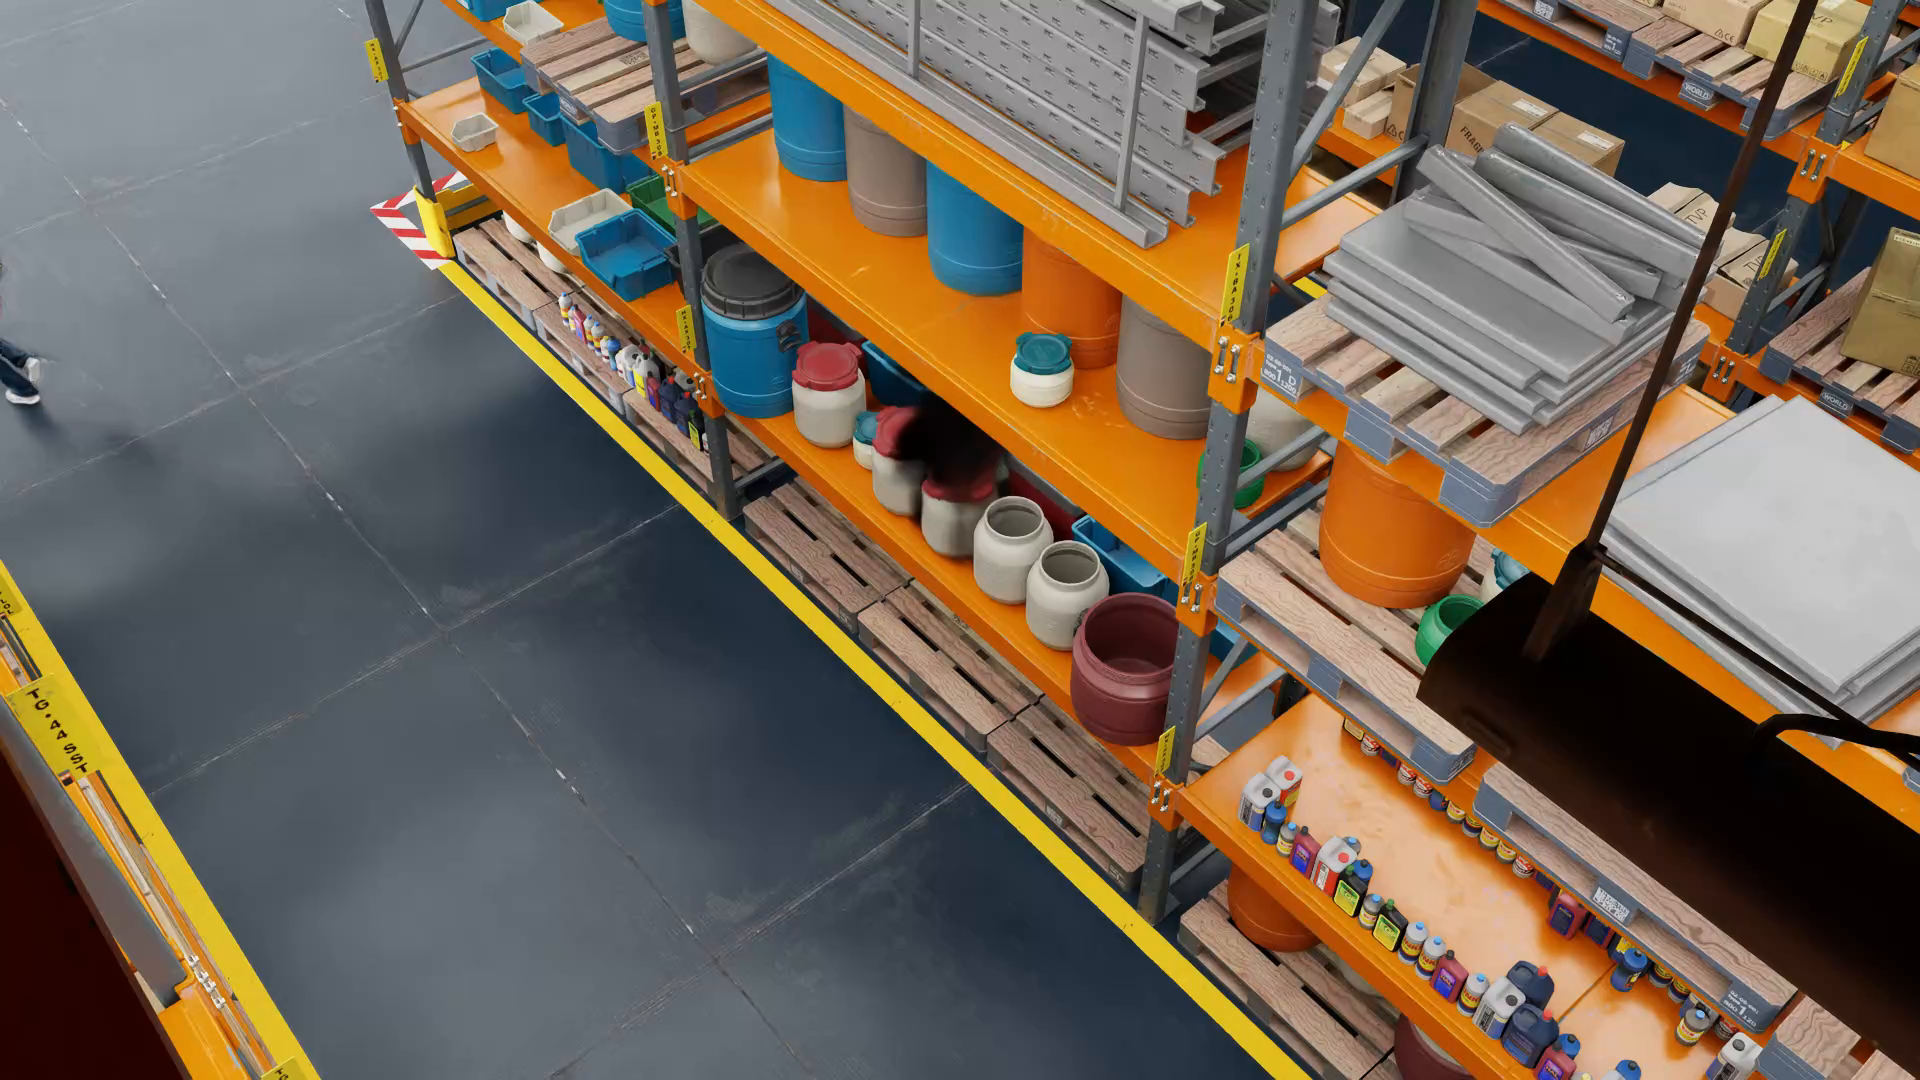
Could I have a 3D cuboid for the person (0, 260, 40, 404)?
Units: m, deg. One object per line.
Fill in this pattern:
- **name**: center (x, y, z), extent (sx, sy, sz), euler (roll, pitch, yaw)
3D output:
- **person**: center (-6.723, -1.467, 11.466), extent (0.383, 1.324, 0.529), euler (12, 48, 12)
